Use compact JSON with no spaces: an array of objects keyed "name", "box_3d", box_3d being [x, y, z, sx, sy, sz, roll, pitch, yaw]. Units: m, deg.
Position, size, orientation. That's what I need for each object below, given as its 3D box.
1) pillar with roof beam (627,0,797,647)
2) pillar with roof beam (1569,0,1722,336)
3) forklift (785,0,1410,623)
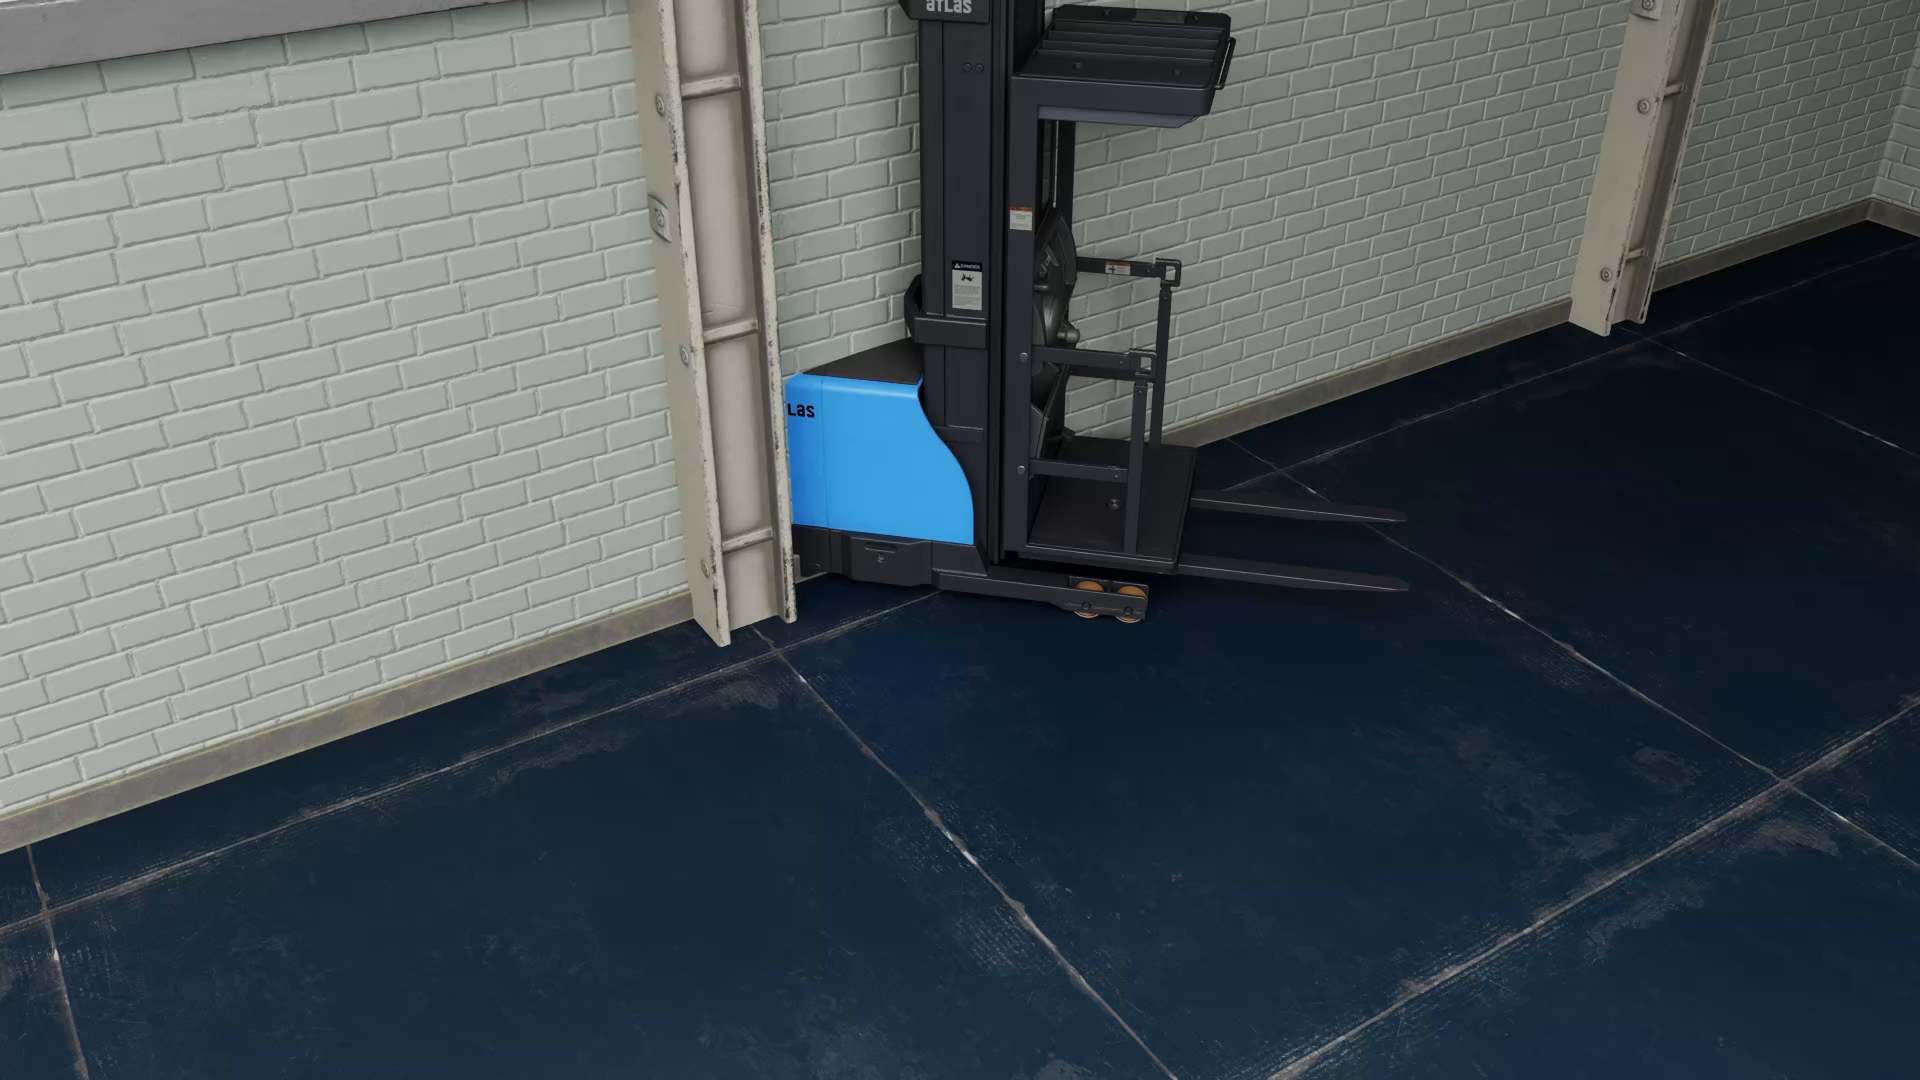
[{"name":"pillar with roof beam","box_3d":[1.335,-1.519,2.224,0.400,9.000,9.100,-19,37,-27]},{"name":"pillar with roof beam","box_3d":[6.378,-3.254,4.973,0.400,9.000,9.100,-19,37,-27]},{"name":"forklift","box_3d":[0.610,-1.170,7.357,3.031,2.935,1.130,7,33,10]}]
